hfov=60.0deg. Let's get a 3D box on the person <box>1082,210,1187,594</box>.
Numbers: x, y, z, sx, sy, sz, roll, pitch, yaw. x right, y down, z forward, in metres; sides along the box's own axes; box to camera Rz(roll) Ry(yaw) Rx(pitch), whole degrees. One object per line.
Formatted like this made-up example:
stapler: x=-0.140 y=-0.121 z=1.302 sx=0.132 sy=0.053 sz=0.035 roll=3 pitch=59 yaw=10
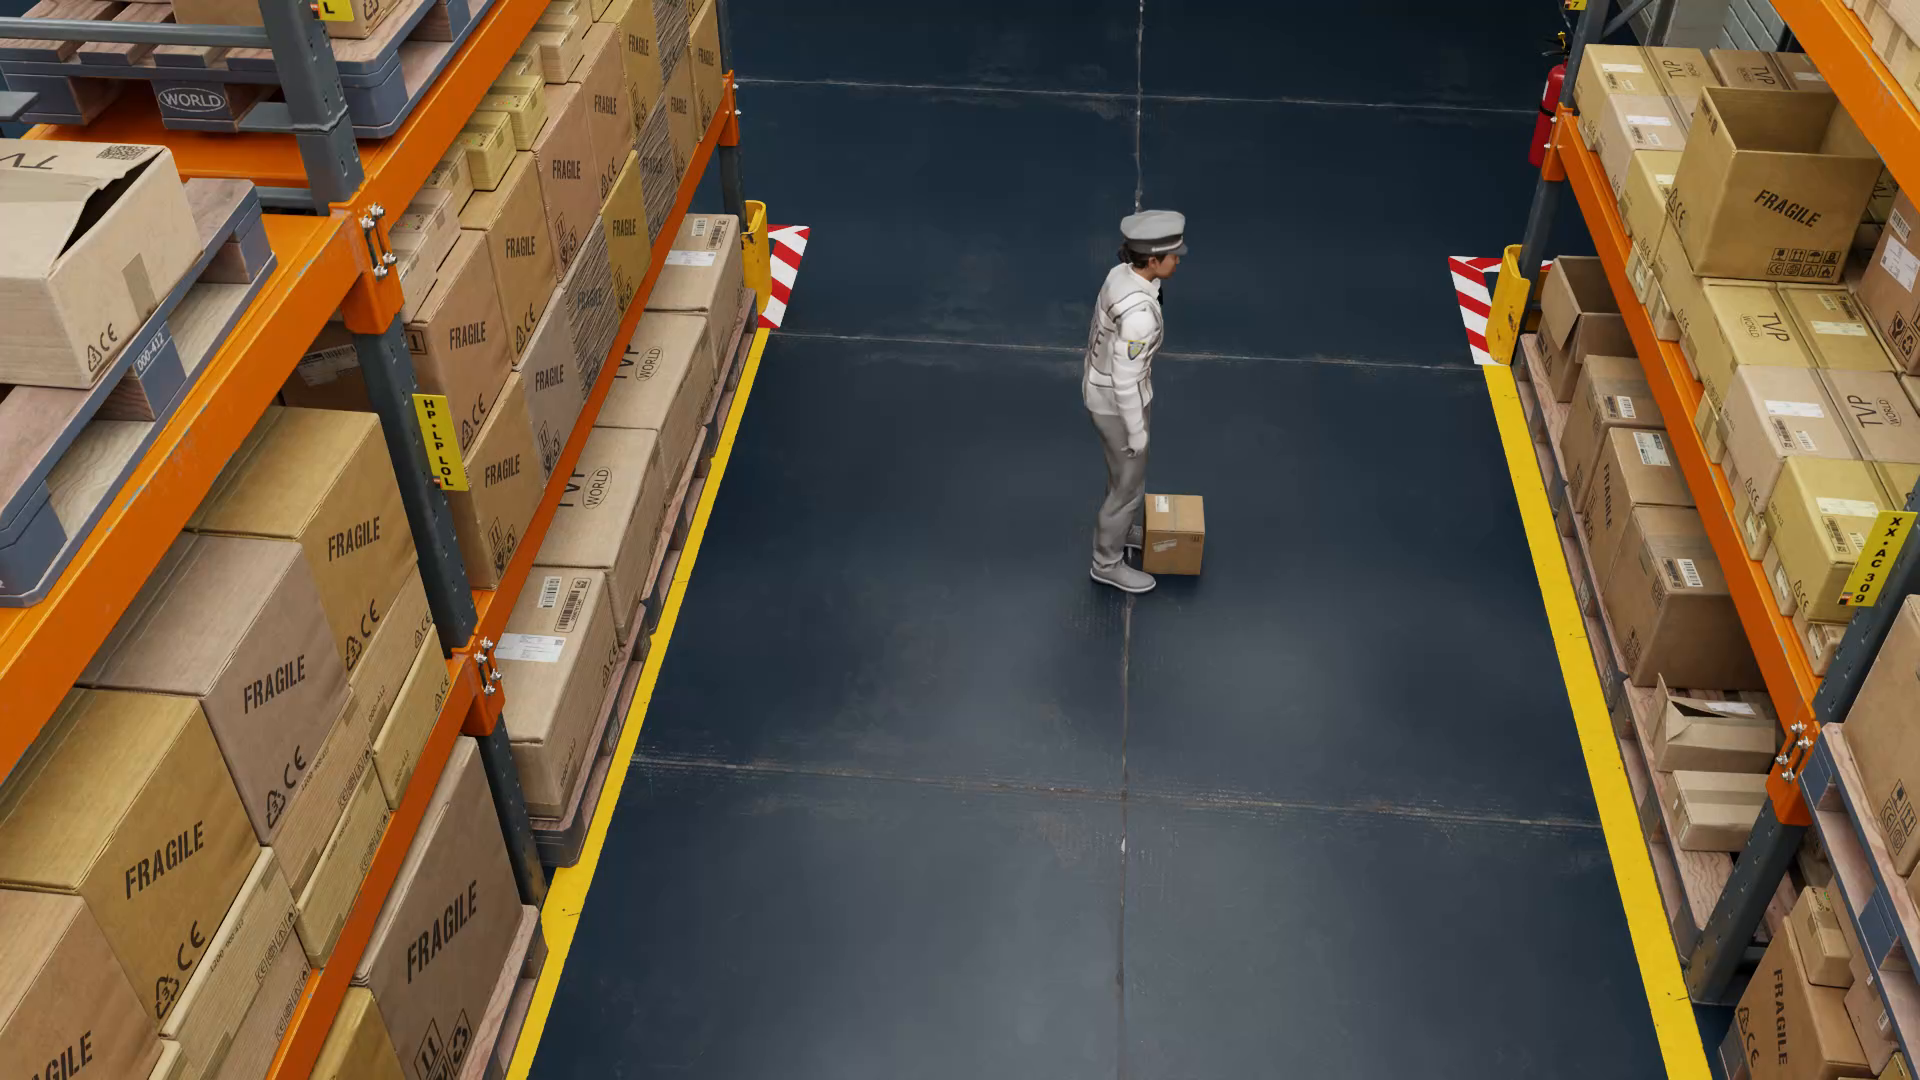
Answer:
person: x=0.708 y=-0.571 z=6.828 sx=0.415 sy=1.662 sz=0.532 roll=1 pitch=40 yaw=1
